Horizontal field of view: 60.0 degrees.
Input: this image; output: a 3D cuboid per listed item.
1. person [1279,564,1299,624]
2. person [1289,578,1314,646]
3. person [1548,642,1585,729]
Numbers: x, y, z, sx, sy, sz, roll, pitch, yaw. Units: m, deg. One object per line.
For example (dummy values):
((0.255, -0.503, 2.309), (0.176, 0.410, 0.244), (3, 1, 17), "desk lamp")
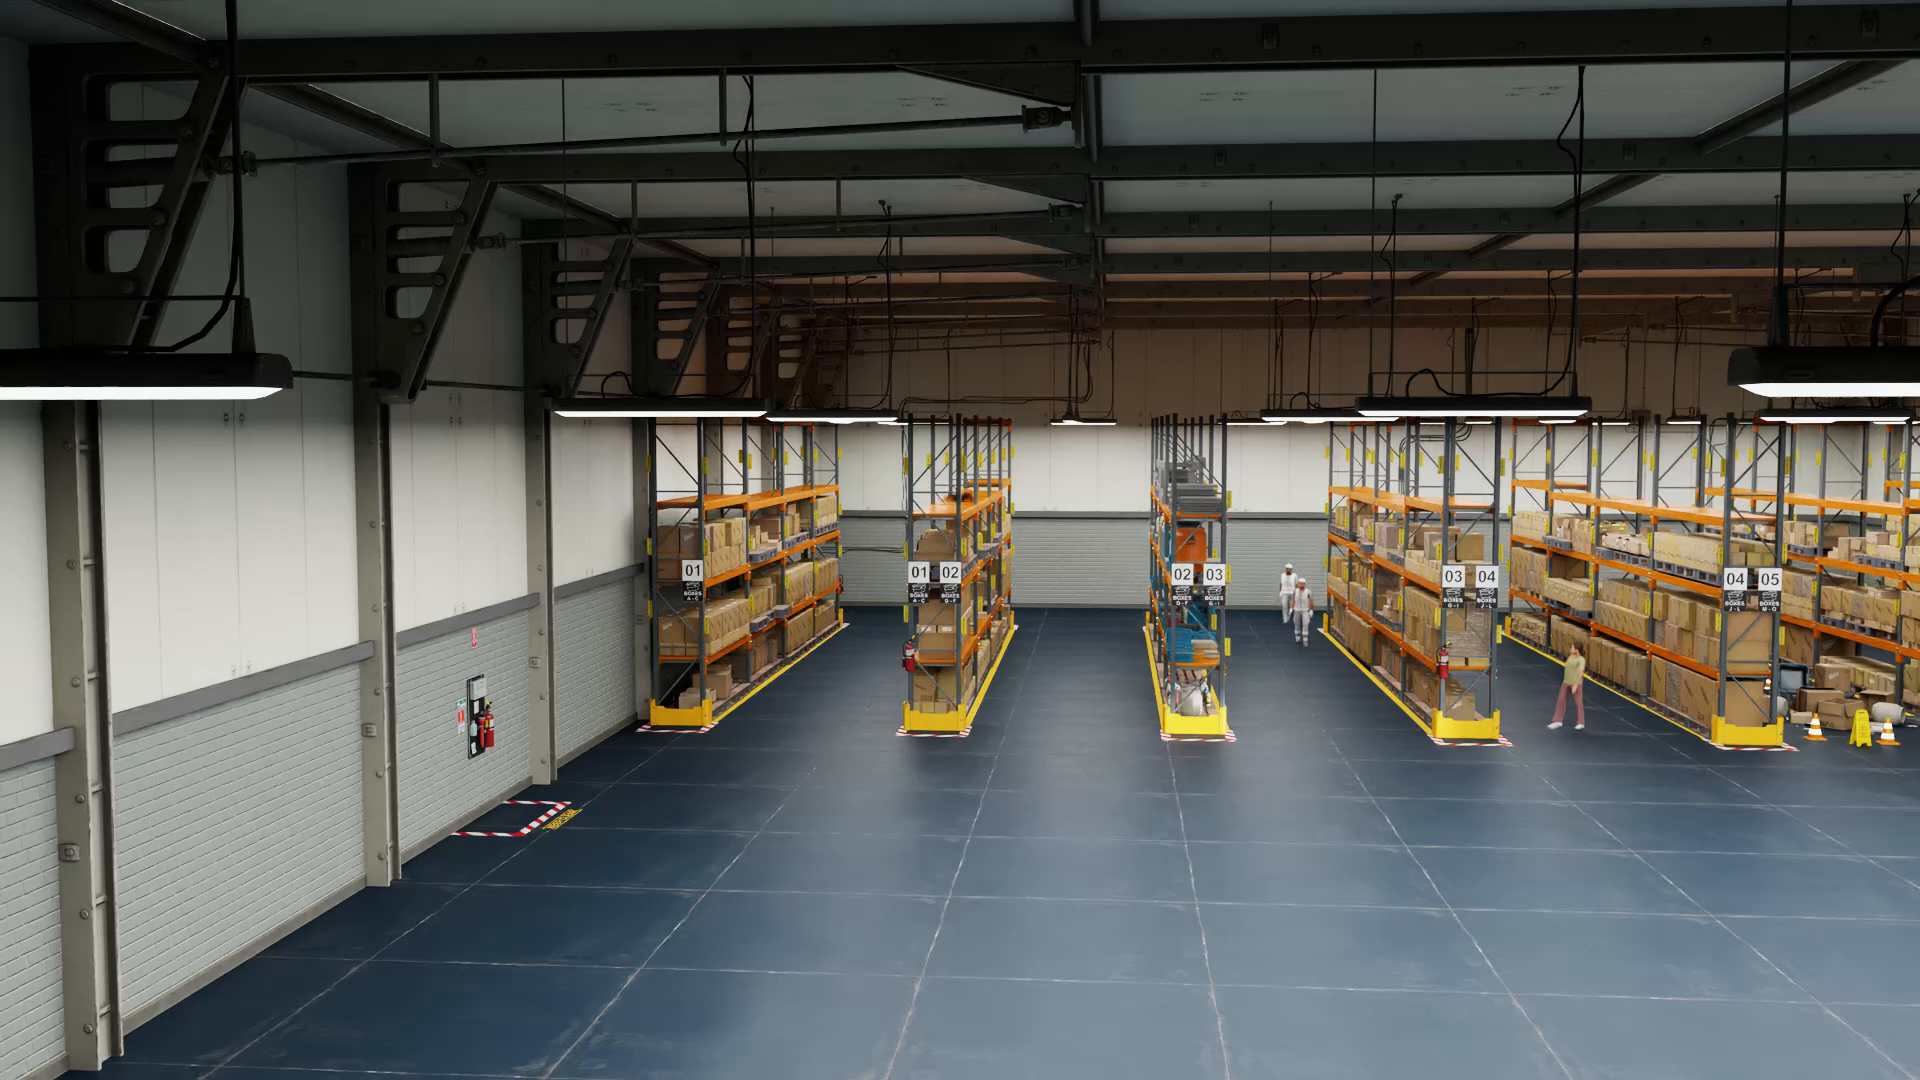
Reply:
((9.620, 1.560, 48.522), (0.536, 1.721, 1.051), (0, 4, 3), "person")
((9.001, 1.881, 43.861), (0.643, 1.749, 0.994), (0, 4, 6), "person")
((11.606, 2.764, 31.658), (0.589, 1.673, 0.561), (-3, 5, -37), "person")
